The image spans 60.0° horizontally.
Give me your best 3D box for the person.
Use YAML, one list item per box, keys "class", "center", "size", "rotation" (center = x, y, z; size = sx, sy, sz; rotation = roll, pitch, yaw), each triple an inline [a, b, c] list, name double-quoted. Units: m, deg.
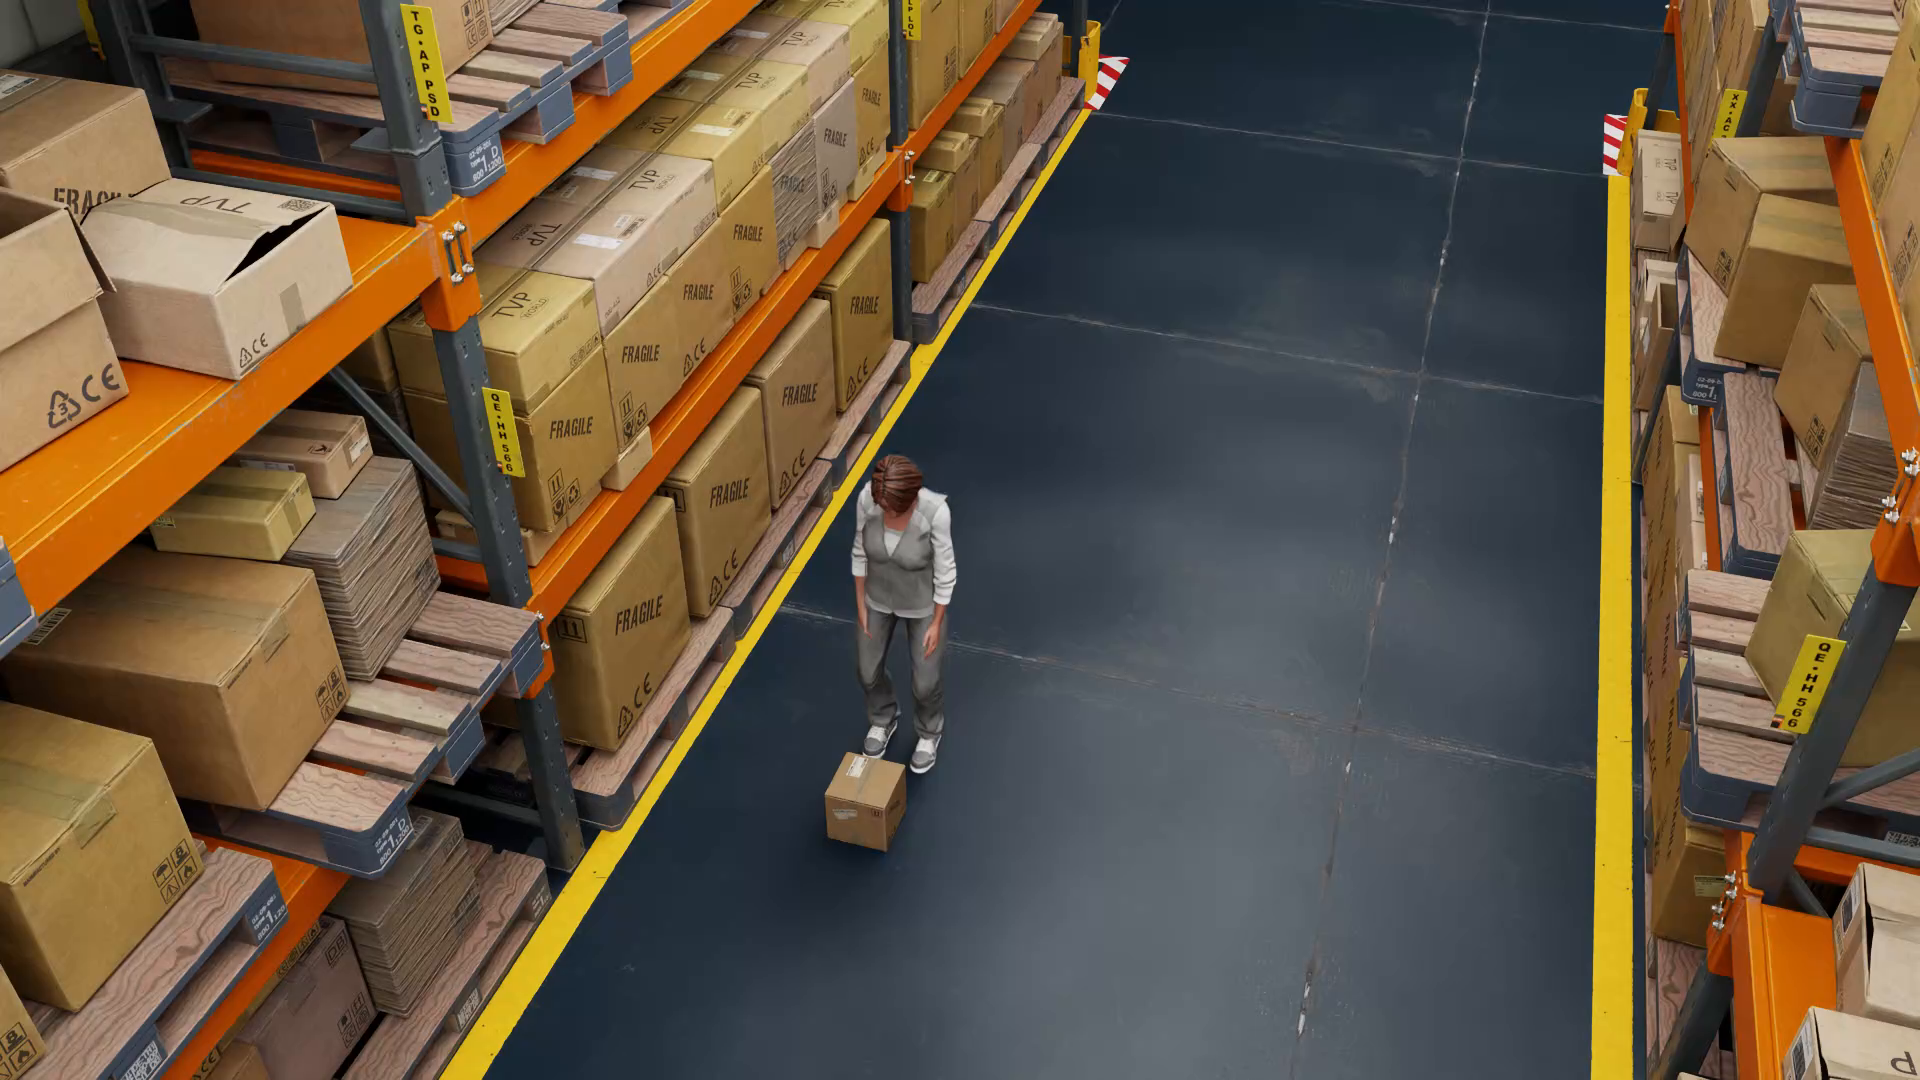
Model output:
- class: "person"
  center: [-0.213, 0.287, 6.601]
  size: [0.430, 1.512, 0.400]
  rotation: [12, 39, 15]
